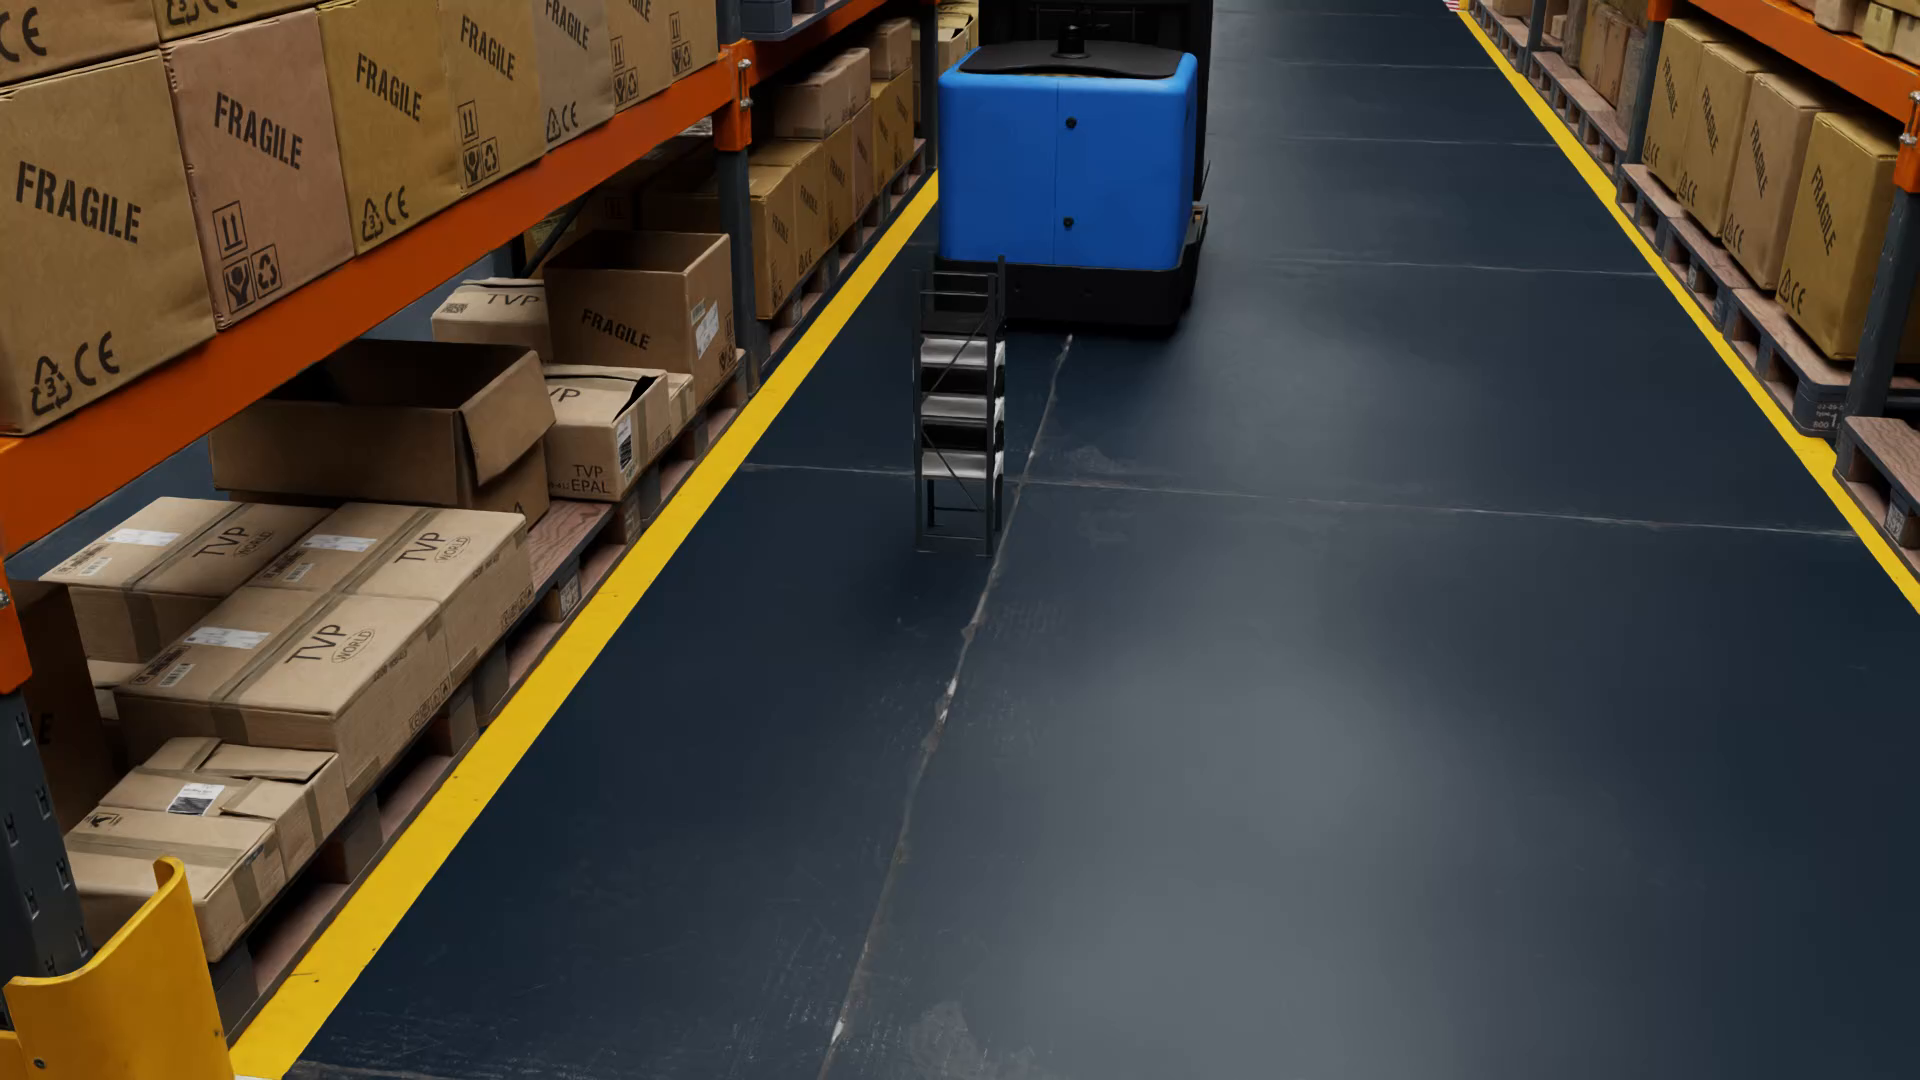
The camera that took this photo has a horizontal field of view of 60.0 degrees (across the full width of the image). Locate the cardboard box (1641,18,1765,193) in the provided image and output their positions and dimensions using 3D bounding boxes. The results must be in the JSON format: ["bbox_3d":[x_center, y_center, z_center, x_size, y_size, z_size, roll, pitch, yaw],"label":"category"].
[{"bbox_3d":[4.007,-2.212,8.478,0.750,0.750,0.750,4,25,8],"label":"cardboard box"}]

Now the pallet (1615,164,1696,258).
[{"bbox_3d":[4.053,-1.706,8.646,1.003,0.211,1.213,4,25,9],"label":"pallet"}]

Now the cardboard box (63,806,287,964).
[{"bbox_3d":[-1.531,0.651,3.165,0.380,0.149,0.250,4,25,9],"label":"cardboard box"}]

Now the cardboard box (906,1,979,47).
[{"bbox_3d":[-0.093,-3.466,11.204,0.500,0.311,0.500,3,25,7],"label":"cardboard box"}]

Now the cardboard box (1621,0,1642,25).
[{"bbox_3d":[4.557,-3.455,10.638,0.500,0.250,0.500,4,25,8],"label":"cardboard box"}]

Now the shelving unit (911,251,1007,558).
[{"bbox_3d":[-0.001,-0.404,5.052,0.258,0.900,0.210,4,25,9],"label":"shelving unit"}]

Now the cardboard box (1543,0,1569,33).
[{"bbox_3d":[5.040,-4.471,13.693,0.500,0.500,0.500,2,25,5],"label":"cardboard box"}]

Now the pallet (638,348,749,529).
[{"bbox_3d":[-1.398,-0.412,5.882,1.003,0.211,1.213,4,25,9],"label":"pallet"}]

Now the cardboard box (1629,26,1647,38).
[{"bbox_3d":[4.522,-2.873,10.279,0.700,0.500,0.500,4,25,8],"label":"cardboard box"}]

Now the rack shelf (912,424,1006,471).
[{"bbox_3d":[-0.001,-0.292,5.104,0.258,0.077,0.200,4,25,9],"label":"rack shelf"}]

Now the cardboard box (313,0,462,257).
[{"bbox_3d":[-1.442,-0.928,3.576,0.500,0.500,0.500,4,25,8],"label":"cardboard box"}]

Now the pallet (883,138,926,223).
[{"bbox_3d":[-0.791,-2.063,9.408,1.003,0.211,1.213,4,25,9],"label":"pallet"}]

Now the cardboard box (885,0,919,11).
[{"bbox_3d":[-0.541,-3.709,11.721,0.500,0.311,0.500,5,25,10],"label":"cardboard box"}]

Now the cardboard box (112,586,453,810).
[{"bbox_3d":[-1.488,0.340,3.711,0.500,0.250,0.500,4,25,9],"label":"cardboard box"}]

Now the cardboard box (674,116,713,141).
[{"bbox_3d":[-1.316,-1.672,7.713,0.500,0.500,0.500,4,25,9],"label":"cardboard box"}]

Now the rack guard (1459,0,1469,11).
[{"bbox_3d":[5.552,-5.476,16.359,1.175,0.500,0.348,4,25,9],"label":"rack guard"}]

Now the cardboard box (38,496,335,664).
[{"bbox_3d":[-1.908,0.117,4.187,0.500,0.250,0.500,4,25,9],"label":"cardboard box"}]

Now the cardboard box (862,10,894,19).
[{"bbox_3d":[-0.710,-3.288,10.823,0.500,0.311,0.500,4,25,8],"label":"cardboard box"}]

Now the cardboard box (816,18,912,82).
[{"bbox_3d":[-0.558,-2.611,8.835,0.500,0.250,0.500,5,26,11],"label":"cardboard box"}]

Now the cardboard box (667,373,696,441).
[{"bbox_3d":[-1.100,-0.452,5.520,0.380,0.149,0.250,4,25,9],"label":"cardboard box"}]

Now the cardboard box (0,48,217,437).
[{"bbox_3d":[-1.606,-0.502,2.667,0.500,0.500,0.500,5,25,10],"label":"cardboard box"}]

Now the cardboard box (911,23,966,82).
[{"bbox_3d":[-0.256,-3.033,10.278,0.500,0.311,0.500,5,26,10],"label":"cardboard box"}]

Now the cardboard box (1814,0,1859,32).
[{"bbox_3d":[3.469,-2.004,6.266,0.380,0.149,0.250,4,25,9],"label":"cardboard box"}]

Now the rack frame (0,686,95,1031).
[{"bbox_3d":[-1.935,-0.289,2.330,0.949,2.616,0.053,4,25,9],"label":"rack frame"}]

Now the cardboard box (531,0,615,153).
[{"bbox_3d":[-1.278,-1.350,4.478,0.500,0.500,0.500,5,25,10],"label":"cardboard box"}]

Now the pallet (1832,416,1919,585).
[{"bbox_3d":[3.401,-0.045,5.098,1.003,0.211,1.213,4,25,9],"label":"pallet"}]

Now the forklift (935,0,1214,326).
[{"bbox_3d":[0.675,-2.826,7.830,1.130,2.935,3.031,5,25,10],"label":"forklift"}]

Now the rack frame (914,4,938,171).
[{"bbox_3d":[-0.631,-3.635,9.478,1.000,3.000,0.127,4,25,9],"label":"rack frame"}]

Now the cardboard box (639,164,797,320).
[{"bbox_3d":[-0.965,-1.215,6.737,0.500,0.500,0.500,3,25,6],"label":"cardboard box"}]

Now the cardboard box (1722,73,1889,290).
[{"bbox_3d":[3.723,-1.490,6.936,0.750,0.750,0.750,5,26,10],"label":"cardboard box"}]

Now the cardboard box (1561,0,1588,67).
[{"bbox_3d":[4.806,-3.725,12.099,0.700,0.500,0.500,5,26,10],"label":"cardboard box"}]

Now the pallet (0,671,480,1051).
[{"bbox_3d":[-1.797,0.608,3.702,1.003,0.211,1.213,4,25,9],"label":"pallet"}]

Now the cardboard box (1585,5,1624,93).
[{"bbox_3d":[4.648,-3.295,11.180,0.700,0.500,0.500,4,25,9],"label":"cardboard box"}]

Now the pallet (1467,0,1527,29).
[{"bbox_3d":[5.384,-5.008,15.699,1.003,0.211,1.213,4,25,9],"label":"pallet"}]

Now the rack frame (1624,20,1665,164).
[{"bbox_3d":[4.256,-3.294,8.749,1.000,3.000,0.127,4,25,9],"label":"rack frame"}]

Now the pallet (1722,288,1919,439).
[{"bbox_3d":[3.655,-0.686,6.466,1.003,0.211,1.213,4,25,9],"label":"pallet"}]

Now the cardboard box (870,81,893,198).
[{"bbox_3d":[-0.637,-2.079,8.582,0.500,0.500,0.500,3,25,7],"label":"cardboard box"}]

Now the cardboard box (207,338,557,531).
[{"bbox_3d":[-1.587,-0.245,4.661,0.797,0.503,0.637,4,25,9],"label":"cardboard box"}]

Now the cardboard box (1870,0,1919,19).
[{"bbox_3d":[3.430,-2.020,5.536,0.500,0.500,0.500,4,25,8],"label":"cardboard box"}]

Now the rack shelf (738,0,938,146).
[{"bbox_3d":[-0.958,-2.473,7.844,1.077,0.370,4.000,4,25,9],"label":"rack shelf"}]

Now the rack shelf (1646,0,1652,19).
[{"bbox_3d":[4.583,-3.804,10.688,1.077,0.370,4.000,4,25,9],"label":"rack shelf"}]

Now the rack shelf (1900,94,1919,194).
[{"bbox_3d":[3.276,-0.459,3.540,1.077,0.370,4.000,4,25,9],"label":"rack shelf"}]

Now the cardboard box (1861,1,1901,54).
[{"bbox_3d":[3.397,-1.784,5.796,0.380,0.149,0.250,4,25,9],"label":"cardboard box"}]

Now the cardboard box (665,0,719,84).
[{"bbox_3d":[-1.113,-1.781,5.399,0.500,0.500,0.500,4,25,9],"label":"cardboard box"}]

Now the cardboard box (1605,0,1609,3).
[{"bbox_3d":[4.738,-3.880,11.546,0.500,0.250,0.500,3,25,7],"label":"cardboard box"}]

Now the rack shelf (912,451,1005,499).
[{"bbox_3d":[-0.001,-0.211,5.142,0.258,0.077,0.200,4,25,9],"label":"rack shelf"}]

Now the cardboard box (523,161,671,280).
[{"bbox_3d":[-1.487,-1.256,6.824,0.500,0.500,0.500,4,25,8],"label":"cardboard box"}]

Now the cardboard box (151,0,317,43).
[{"bbox_3d":[-1.528,-1.174,2.923,0.500,0.500,0.500,4,25,9],"label":"cardboard box"}]

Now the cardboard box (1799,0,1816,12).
[{"bbox_3d":[3.630,-2.205,6.696,0.380,0.149,0.250,3,25,7],"label":"cardboard box"}]

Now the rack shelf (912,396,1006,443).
[{"bbox_3d":[-0.001,-0.374,5.066,0.258,0.077,0.200,4,25,9],"label":"rack shelf"}]

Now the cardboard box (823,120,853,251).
[{"bbox_3d":[-0.800,-1.647,7.661,0.500,0.500,0.500,4,25,9],"label":"cardboard box"}]

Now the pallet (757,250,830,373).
[{"bbox_3d":[-1.189,-1.042,7.228,1.003,0.211,1.213,4,25,9],"label":"pallet"}]

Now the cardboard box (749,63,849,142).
[{"bbox_3d":[-0.802,-1.973,7.472,0.500,0.250,0.500,4,25,9],"label":"cardboard box"}]

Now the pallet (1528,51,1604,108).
[{"bbox_3d":[4.784,-3.378,12.218,1.003,0.211,1.213,4,25,9],"label":"pallet"}]

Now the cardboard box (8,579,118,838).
[{"bbox_3d":[-2.093,0.399,3.289,0.500,0.500,0.500,4,25,9],"label":"cardboard box"}]

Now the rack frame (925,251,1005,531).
[{"bbox_3d":[0.015,-0.447,5.143,0.240,0.900,0.006,4,25,9],"label":"rack frame"}]
